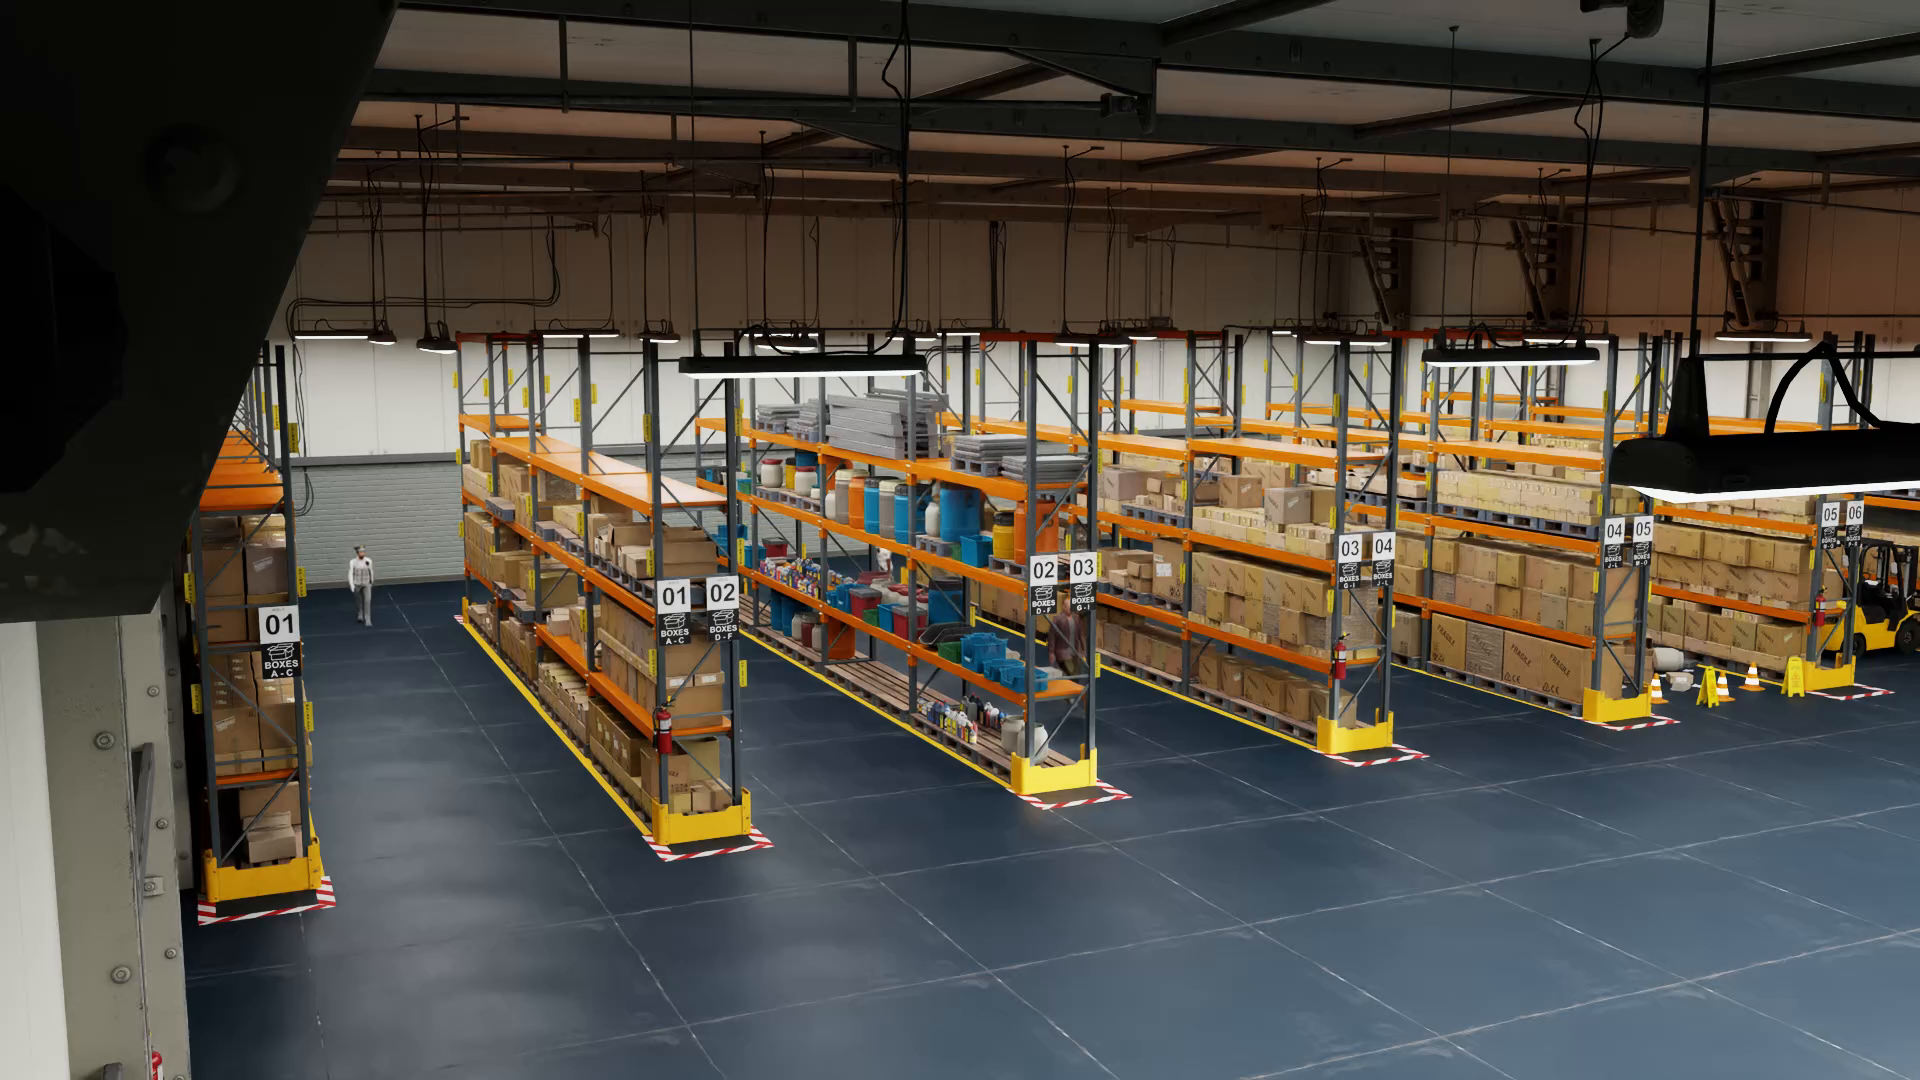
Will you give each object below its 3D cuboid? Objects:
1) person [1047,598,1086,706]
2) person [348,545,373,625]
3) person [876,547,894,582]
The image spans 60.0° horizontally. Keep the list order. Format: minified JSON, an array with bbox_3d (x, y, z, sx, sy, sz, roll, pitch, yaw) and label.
[{"bbox_3d":[1.711,1.727,26.189,0.642,1.646,0.787,-5,9,-35],"label":"person"},{"bbox_3d":[-12.302,0.901,34.172,0.502,1.609,1.034,-3,8,-22],"label":"person"},{"bbox_3d":[-1.698,0.643,36.357,1.097,1.591,0.426,2,8,13],"label":"person"}]
